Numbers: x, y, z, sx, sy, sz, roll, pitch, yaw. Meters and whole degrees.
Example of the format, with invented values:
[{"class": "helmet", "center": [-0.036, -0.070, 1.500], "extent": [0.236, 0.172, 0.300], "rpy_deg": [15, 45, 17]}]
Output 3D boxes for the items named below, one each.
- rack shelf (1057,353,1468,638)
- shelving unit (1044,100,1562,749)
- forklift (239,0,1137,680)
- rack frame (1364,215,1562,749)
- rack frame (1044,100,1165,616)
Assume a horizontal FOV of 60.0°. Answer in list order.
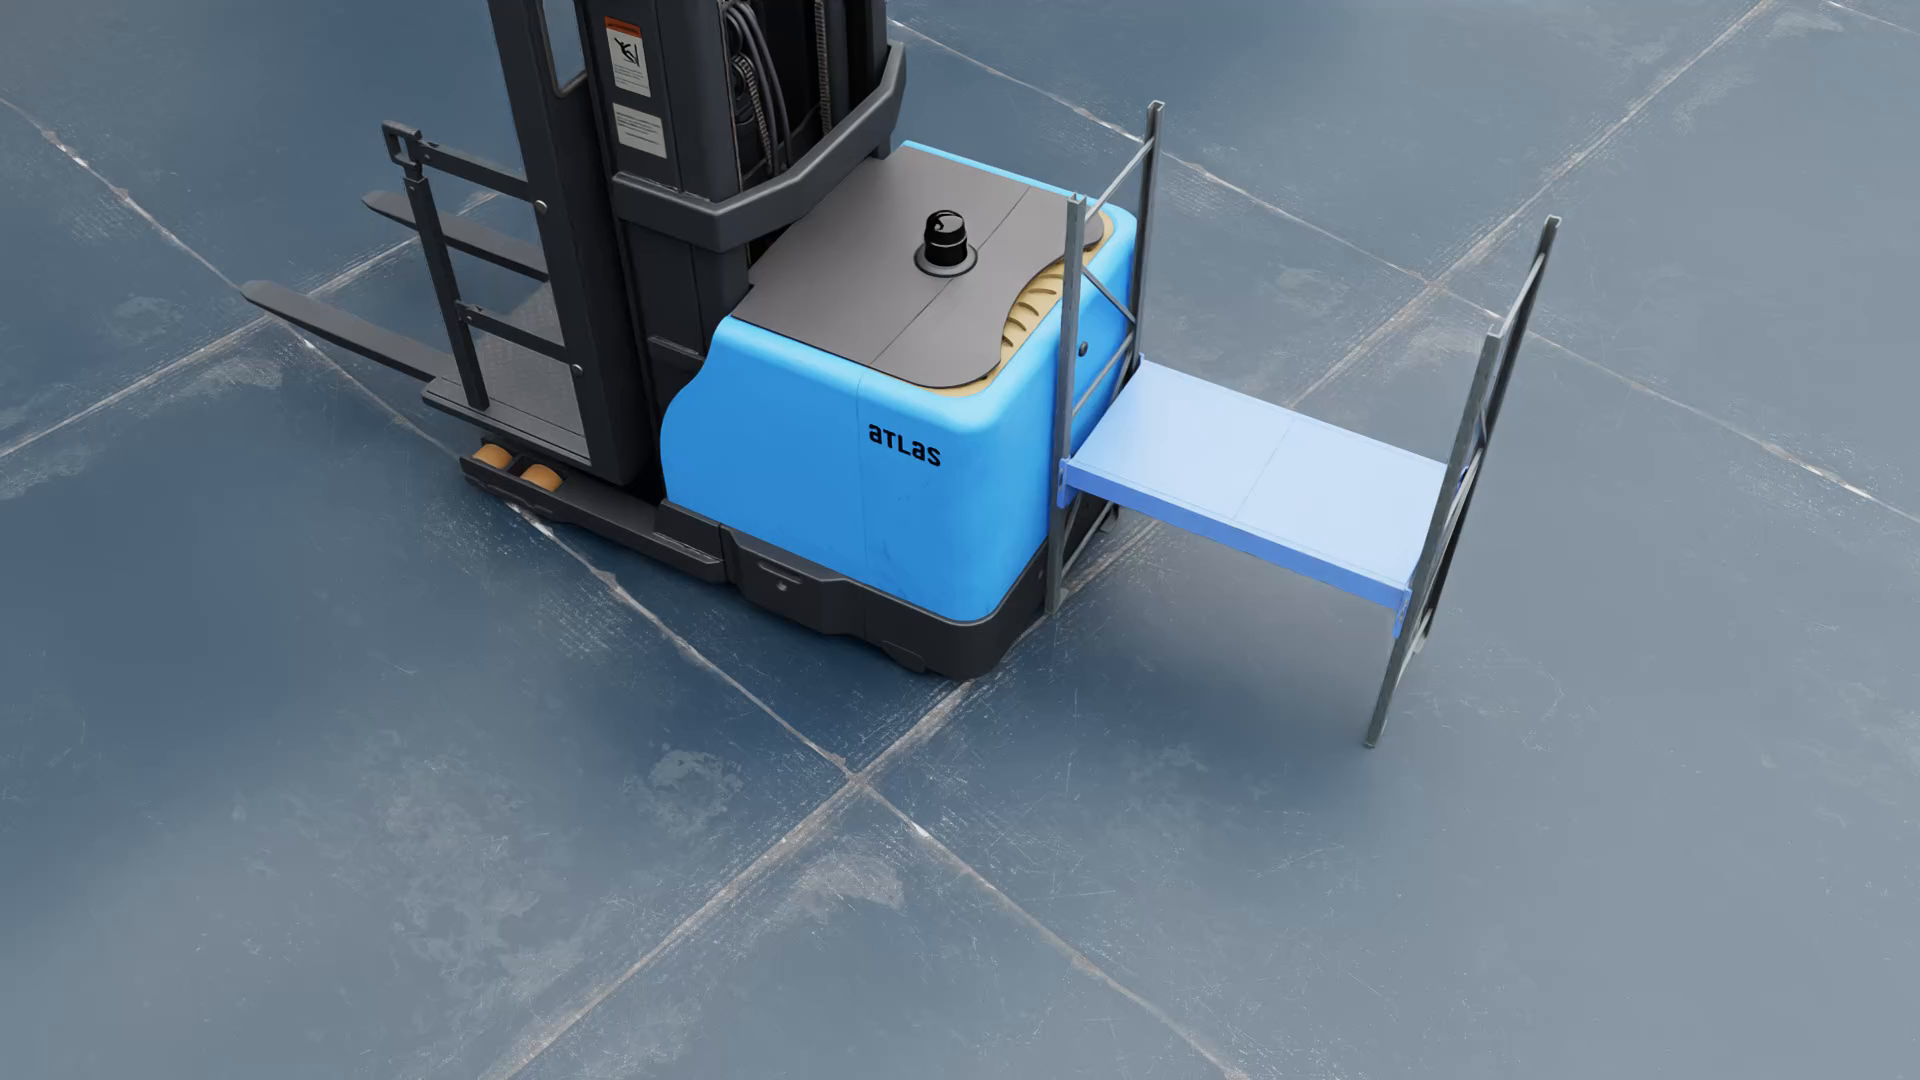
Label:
[{"class": "rack shelf", "center": [0.834, -0.145, 4.604], "extent": [1.000, 0.185, 0.538], "rpy_deg": [22, 51, 19]}, {"class": "shelving unit", "center": [0.834, -0.268, 4.473], "extent": [1.048, 1.500, 0.538], "rpy_deg": [22, 51, 19]}, {"class": "forklift", "center": [-1.014, -1.394, 4.548], "extent": [3.031, 2.935, 1.130], "rpy_deg": [22, 51, 19]}, {"class": "rack frame", "center": [1.279, -0.088, 4.304], "extent": [0.032, 1.500, 0.500], "rpy_deg": [22, 51, 19]}, {"class": "rack frame", "center": [0.389, -0.447, 4.641], "extent": [0.032, 1.500, 0.500], "rpy_deg": [22, 51, 19]}]
